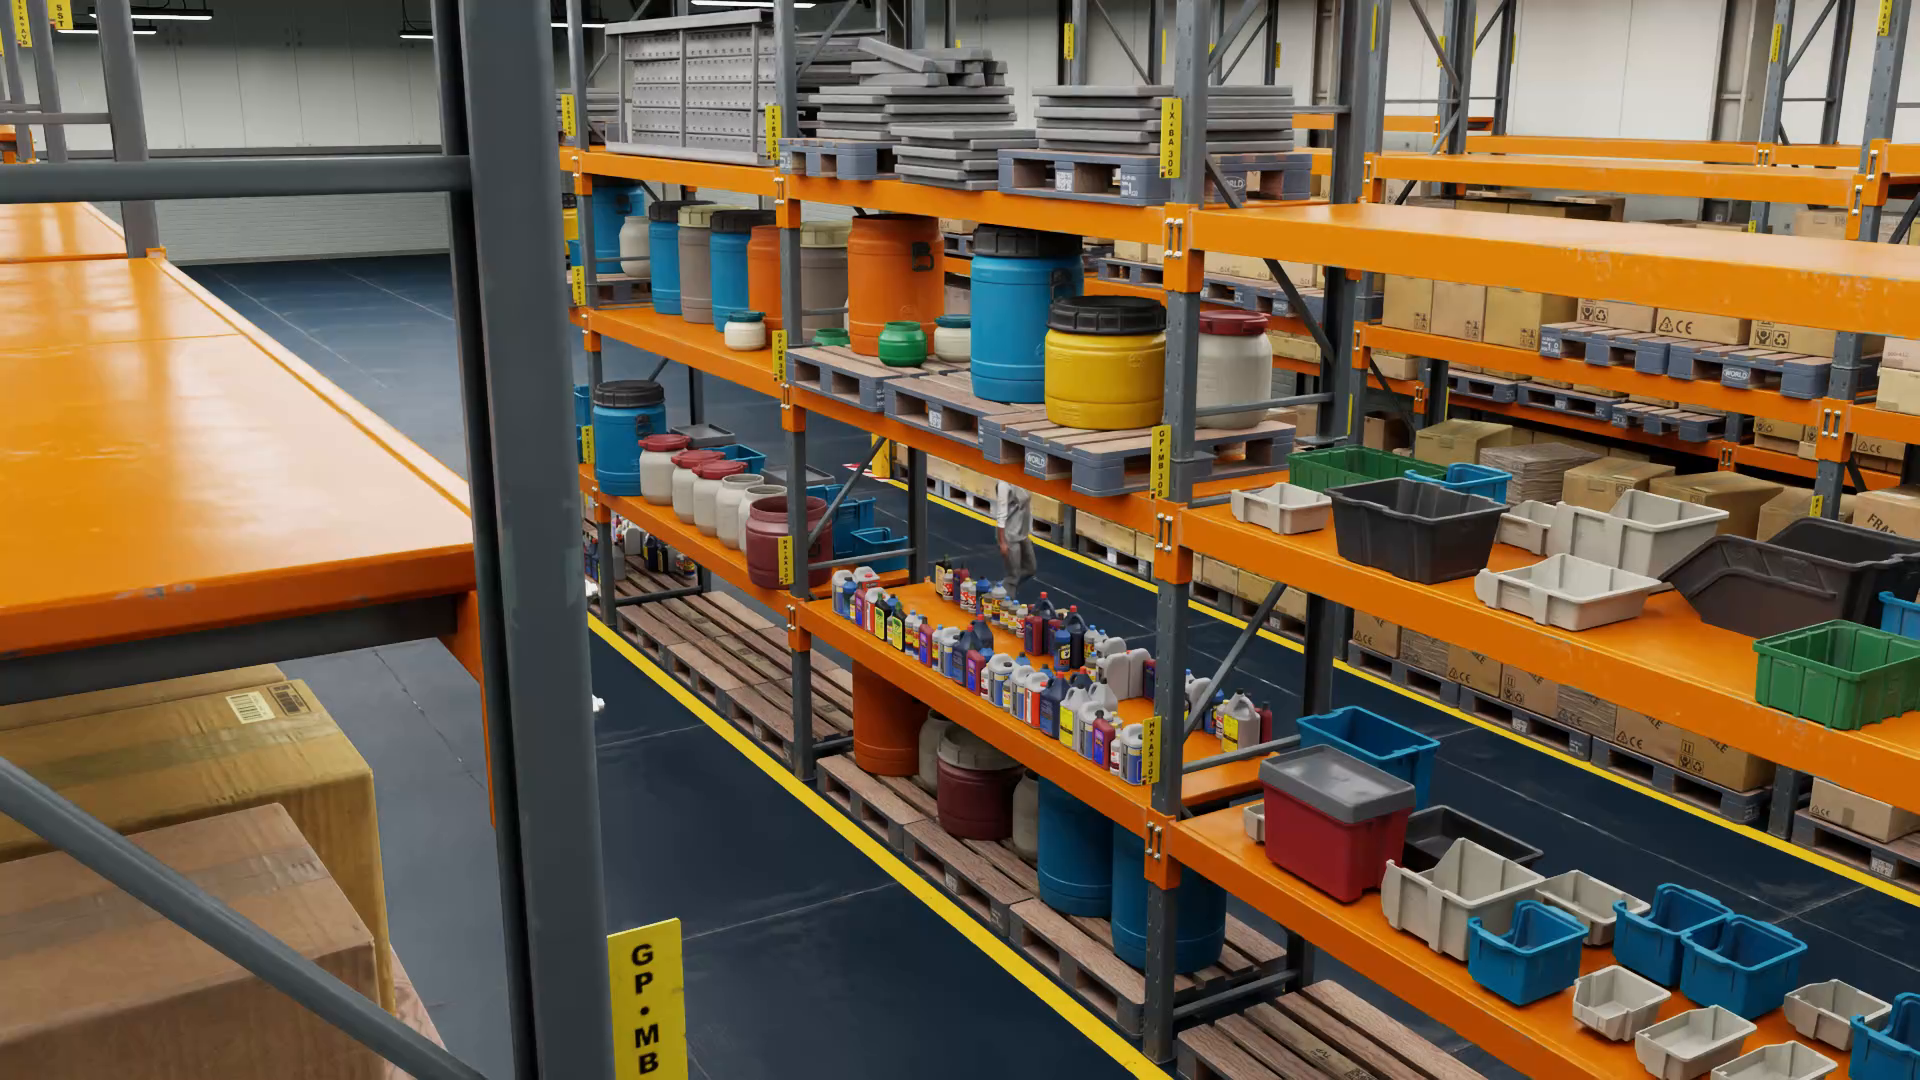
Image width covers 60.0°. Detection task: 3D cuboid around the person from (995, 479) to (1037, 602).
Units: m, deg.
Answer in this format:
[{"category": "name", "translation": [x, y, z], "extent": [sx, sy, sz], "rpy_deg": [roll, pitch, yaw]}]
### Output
[{"category": "person", "translation": [0.452, -0.013, 14.541], "extent": [0.419, 1.598, 0.435], "rpy_deg": [5, 16, 19]}]
